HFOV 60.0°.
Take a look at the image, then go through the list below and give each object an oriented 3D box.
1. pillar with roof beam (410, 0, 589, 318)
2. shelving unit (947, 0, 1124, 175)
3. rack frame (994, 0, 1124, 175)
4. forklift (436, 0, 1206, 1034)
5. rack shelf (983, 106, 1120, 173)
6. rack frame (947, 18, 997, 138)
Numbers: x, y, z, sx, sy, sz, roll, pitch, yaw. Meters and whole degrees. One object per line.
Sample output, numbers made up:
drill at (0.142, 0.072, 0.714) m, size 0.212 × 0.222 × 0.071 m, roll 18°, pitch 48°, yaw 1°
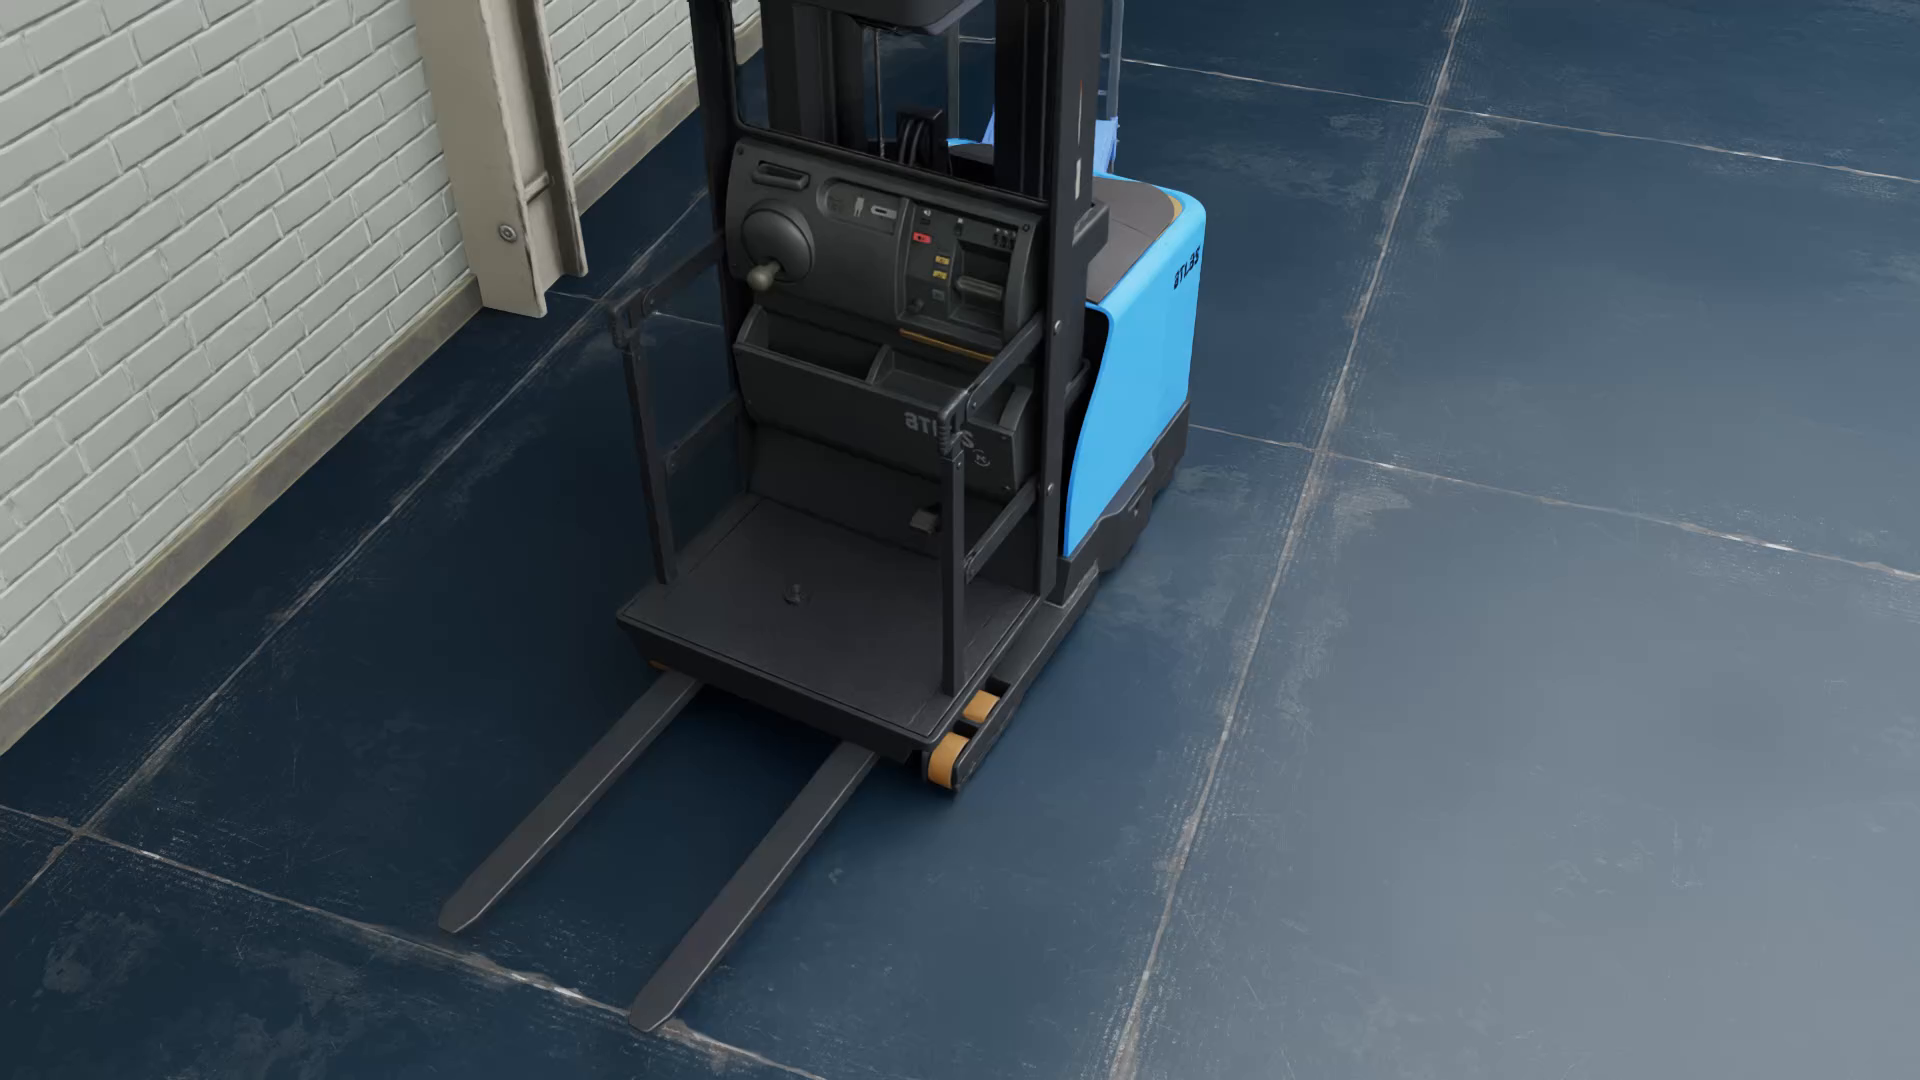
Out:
pillar with roof beam at (2.251, -3.531, 2.955) m, size 9.100 × 9.000 × 0.400 m, roll 13°, pitch 42°, yaw 15°
shelving unit at (0.297, -1.493, 6.341) m, size 0.538 × 1.500 × 1.048 m, roll 7°, pitch 41°, yaw 8°
rack frame at (0.389, -1.819, 6.721) m, size 0.500 × 1.500 × 0.032 m, roll 7°, pitch 41°, yaw 8°
forklift at (-0.328, -0.722, 4.338) m, size 1.130 × 2.935 × 3.031 m, roll 19°, pitch 44°, yaw 21°
rack shelf at (0.298, -1.357, 6.459) m, size 0.538 × 0.185 × 1.000 m, roll 7°, pitch 41°, yaw 8°
rack frame at (0.206, -1.167, 5.962) m, size 0.500 × 1.500 × 0.032 m, roll 7°, pitch 41°, yaw 8°
